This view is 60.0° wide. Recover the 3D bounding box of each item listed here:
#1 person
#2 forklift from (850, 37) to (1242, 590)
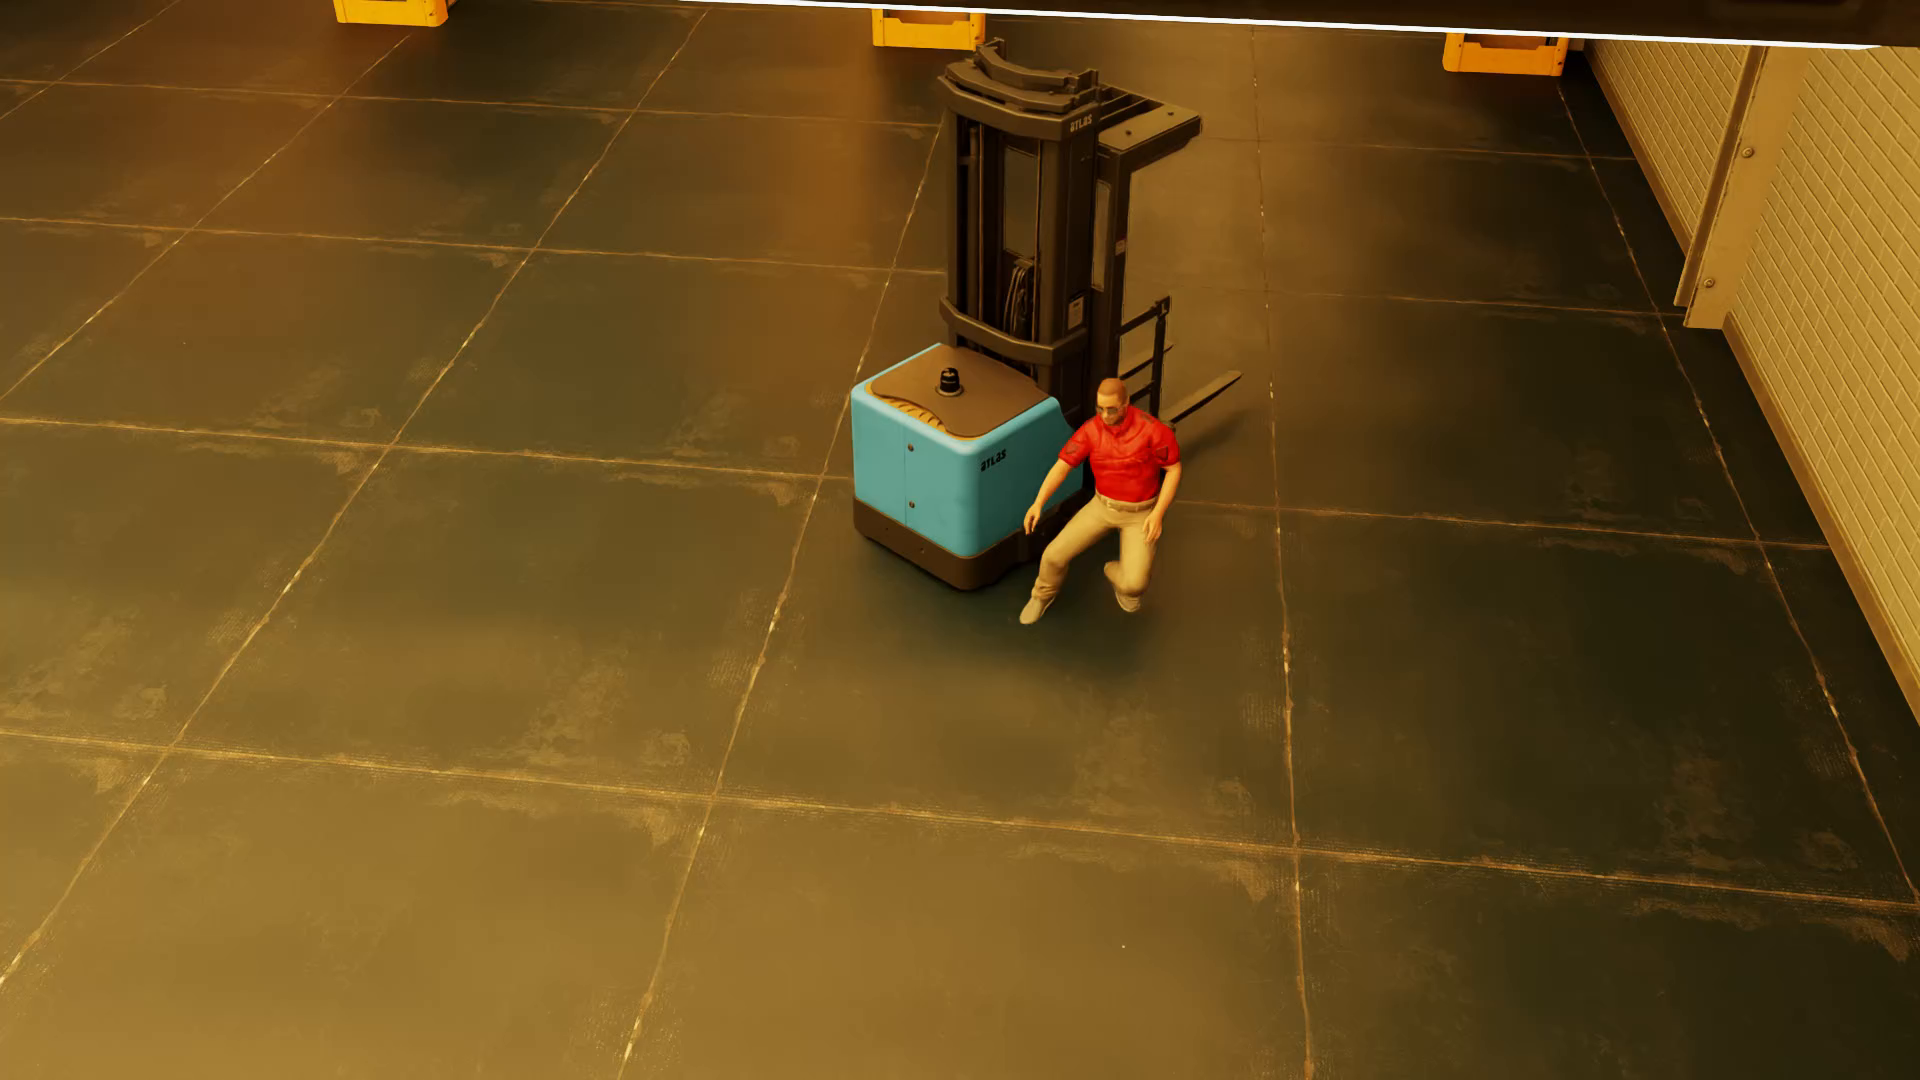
[{"bbox_3d":[0.775,-0.127,9.374,0.816,1.600,0.690,19,40,23],"label":"person"},{"bbox_3d":[0.708,-1.661,10.284,1.130,2.935,3.031,29,45,34],"label":"forklift"}]
